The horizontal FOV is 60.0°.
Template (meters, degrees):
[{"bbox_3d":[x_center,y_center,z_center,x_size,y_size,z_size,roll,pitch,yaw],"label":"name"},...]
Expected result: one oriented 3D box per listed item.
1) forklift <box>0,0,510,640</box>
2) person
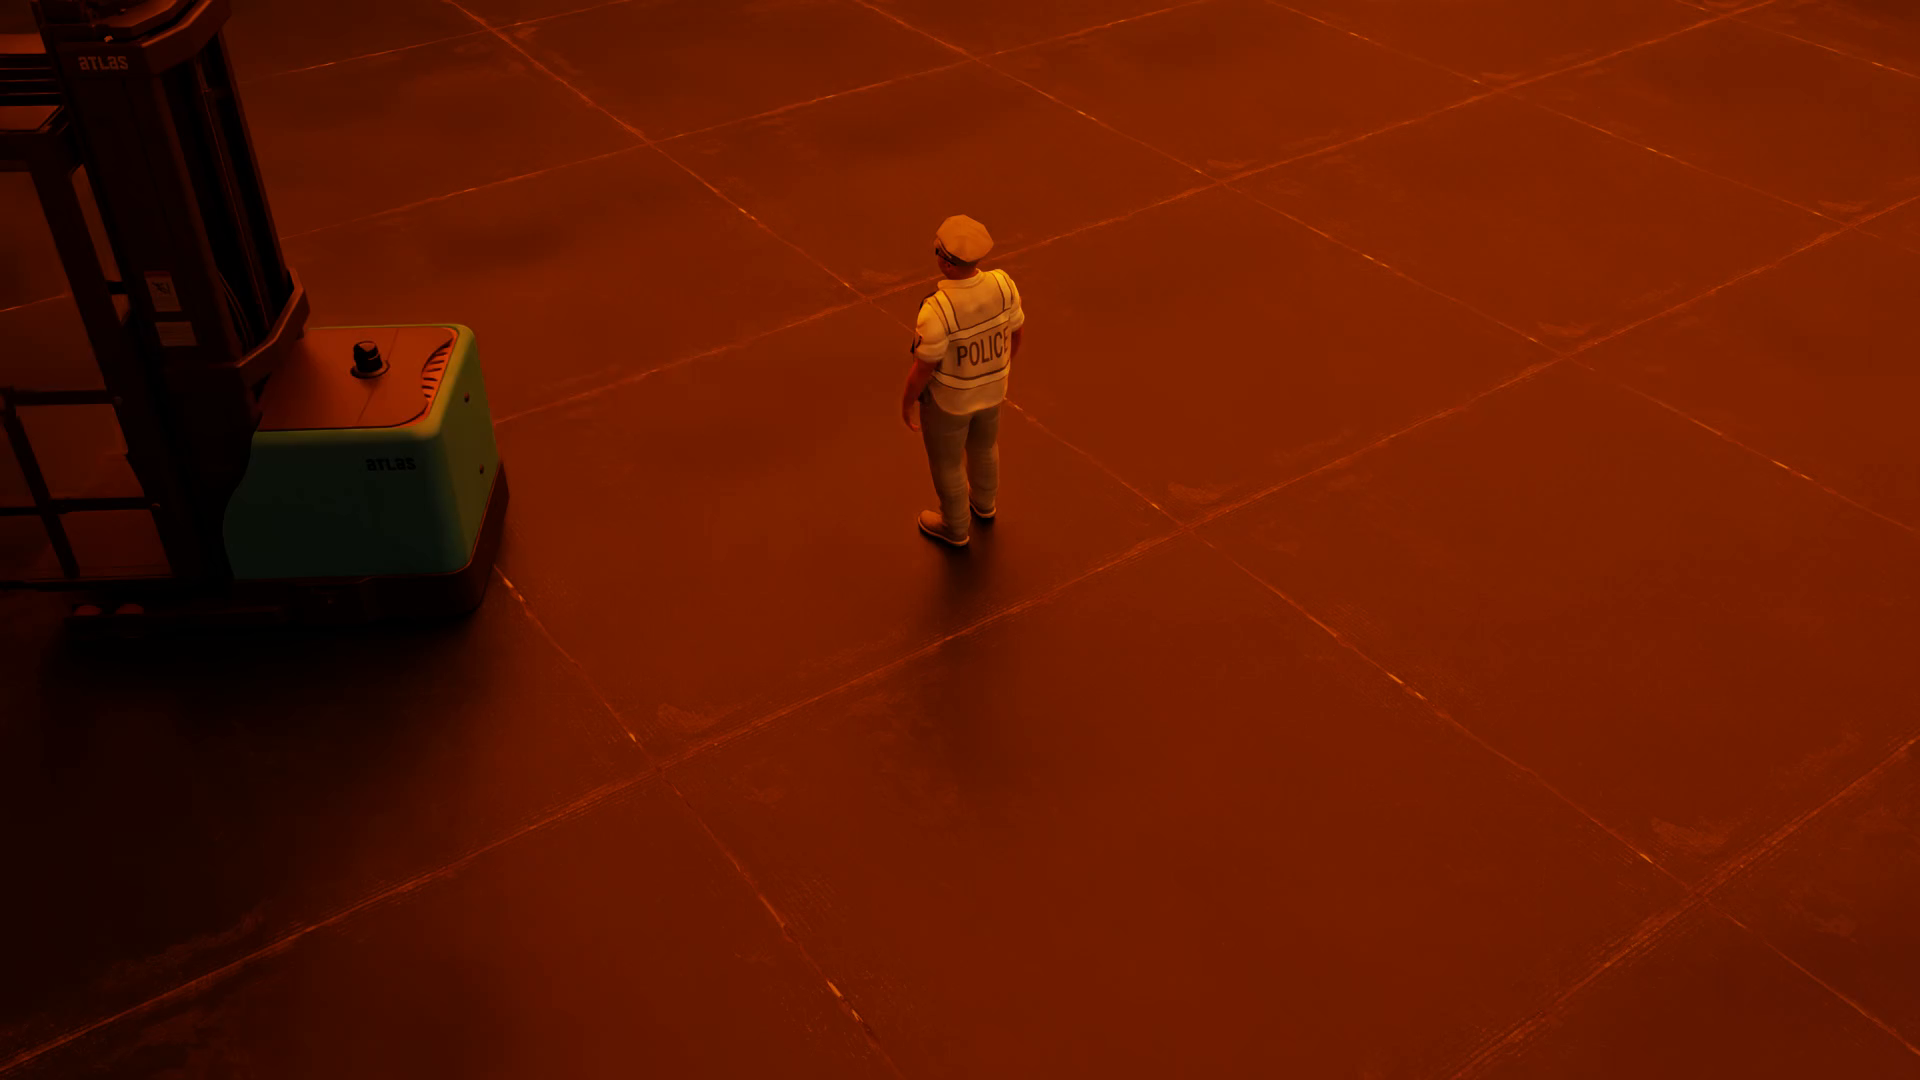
[{"bbox_3d":[-3.813,-1.034,7.343,3.031,2.935,1.130,-2,37,-3],"label":"forklift"},{"bbox_3d":[-0.036,-0.765,7.932,0.641,1.781,0.574,-23,42,-28],"label":"person"}]
